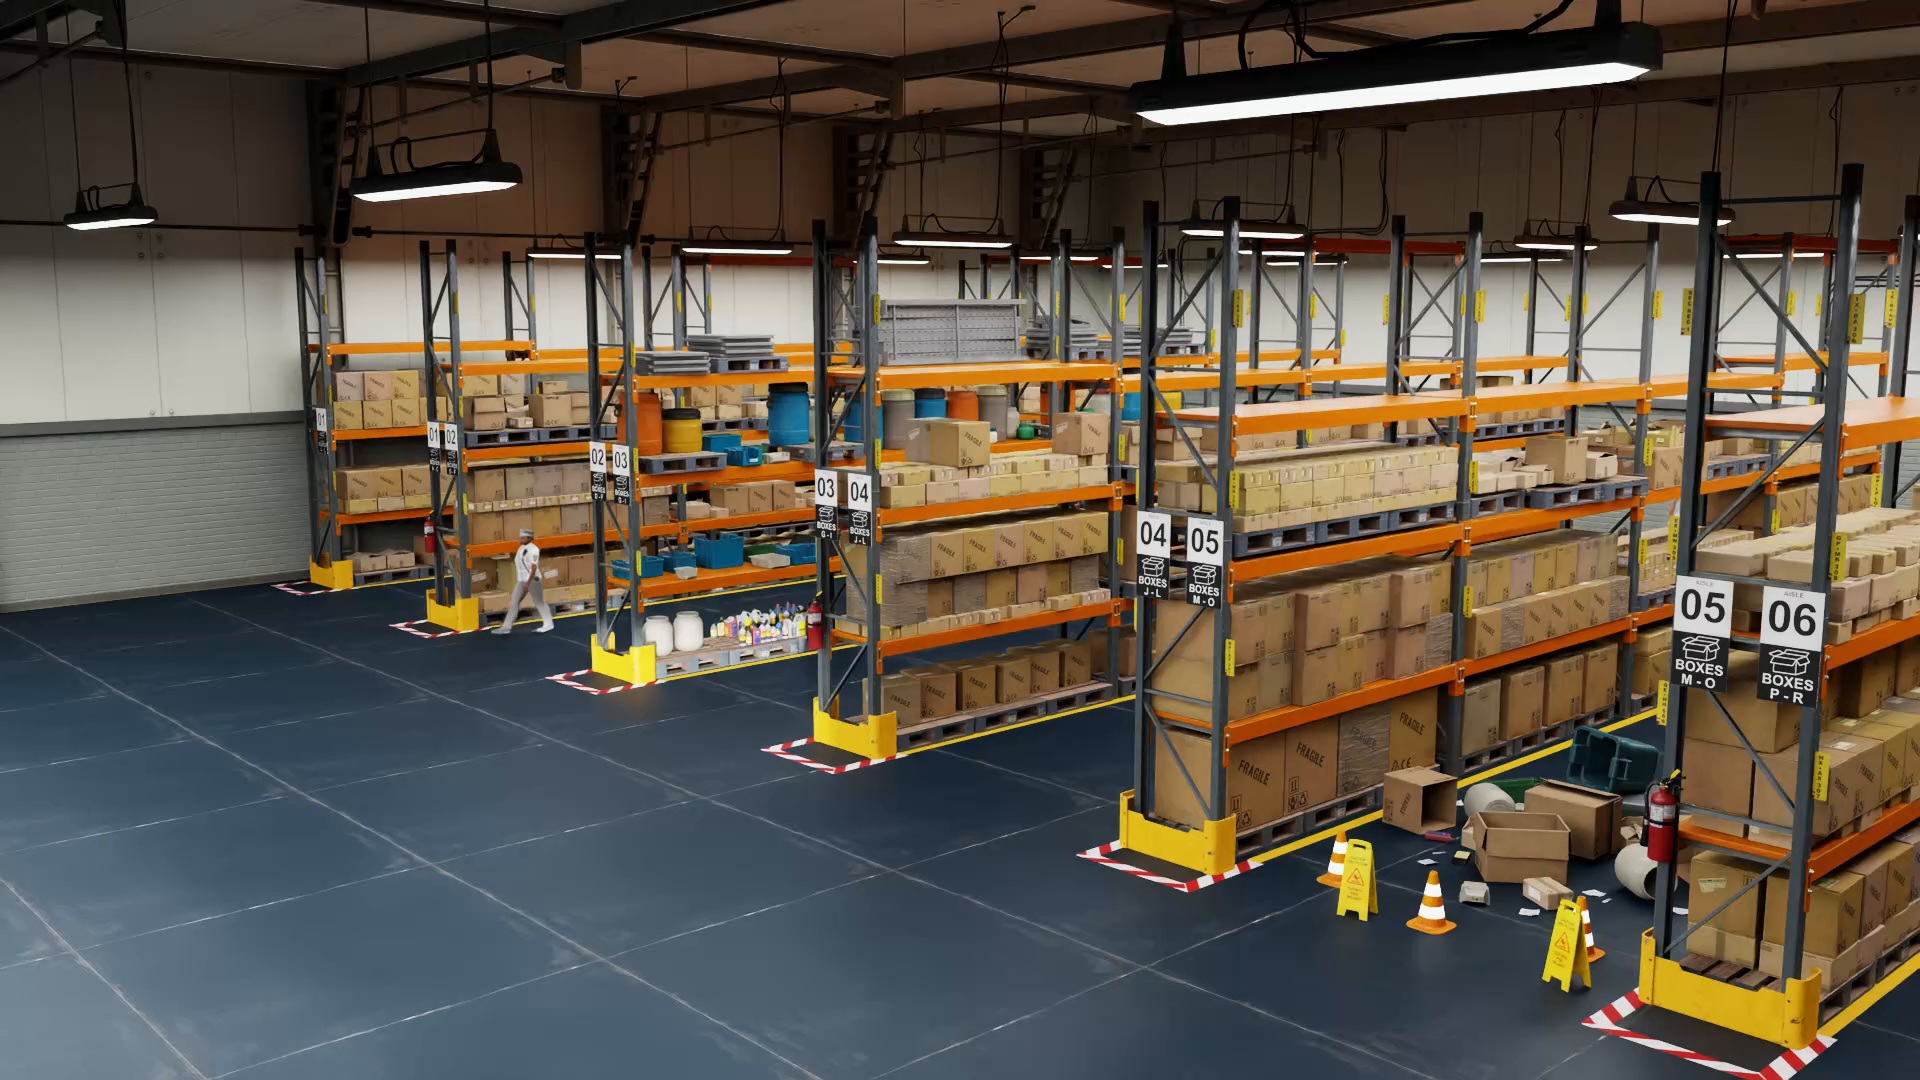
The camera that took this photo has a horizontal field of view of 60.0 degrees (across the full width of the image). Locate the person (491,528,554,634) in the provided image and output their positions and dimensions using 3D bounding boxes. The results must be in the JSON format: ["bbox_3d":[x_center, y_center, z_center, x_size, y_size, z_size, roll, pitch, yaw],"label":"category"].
[{"bbox_3d":[-6.668,0.627,25.349,0.509,1.634,0.941,6,10,34],"label":"person"}]

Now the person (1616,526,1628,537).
[{"bbox_3d":[10.106,0.618,25.491,0.503,1.657,0.443,1,8,3],"label":"person"}]

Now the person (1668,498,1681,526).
[{"bbox_3d":[13.916,-0.399,32.006,0.590,1.777,0.867,-1,8,-9],"label":"person"}]
